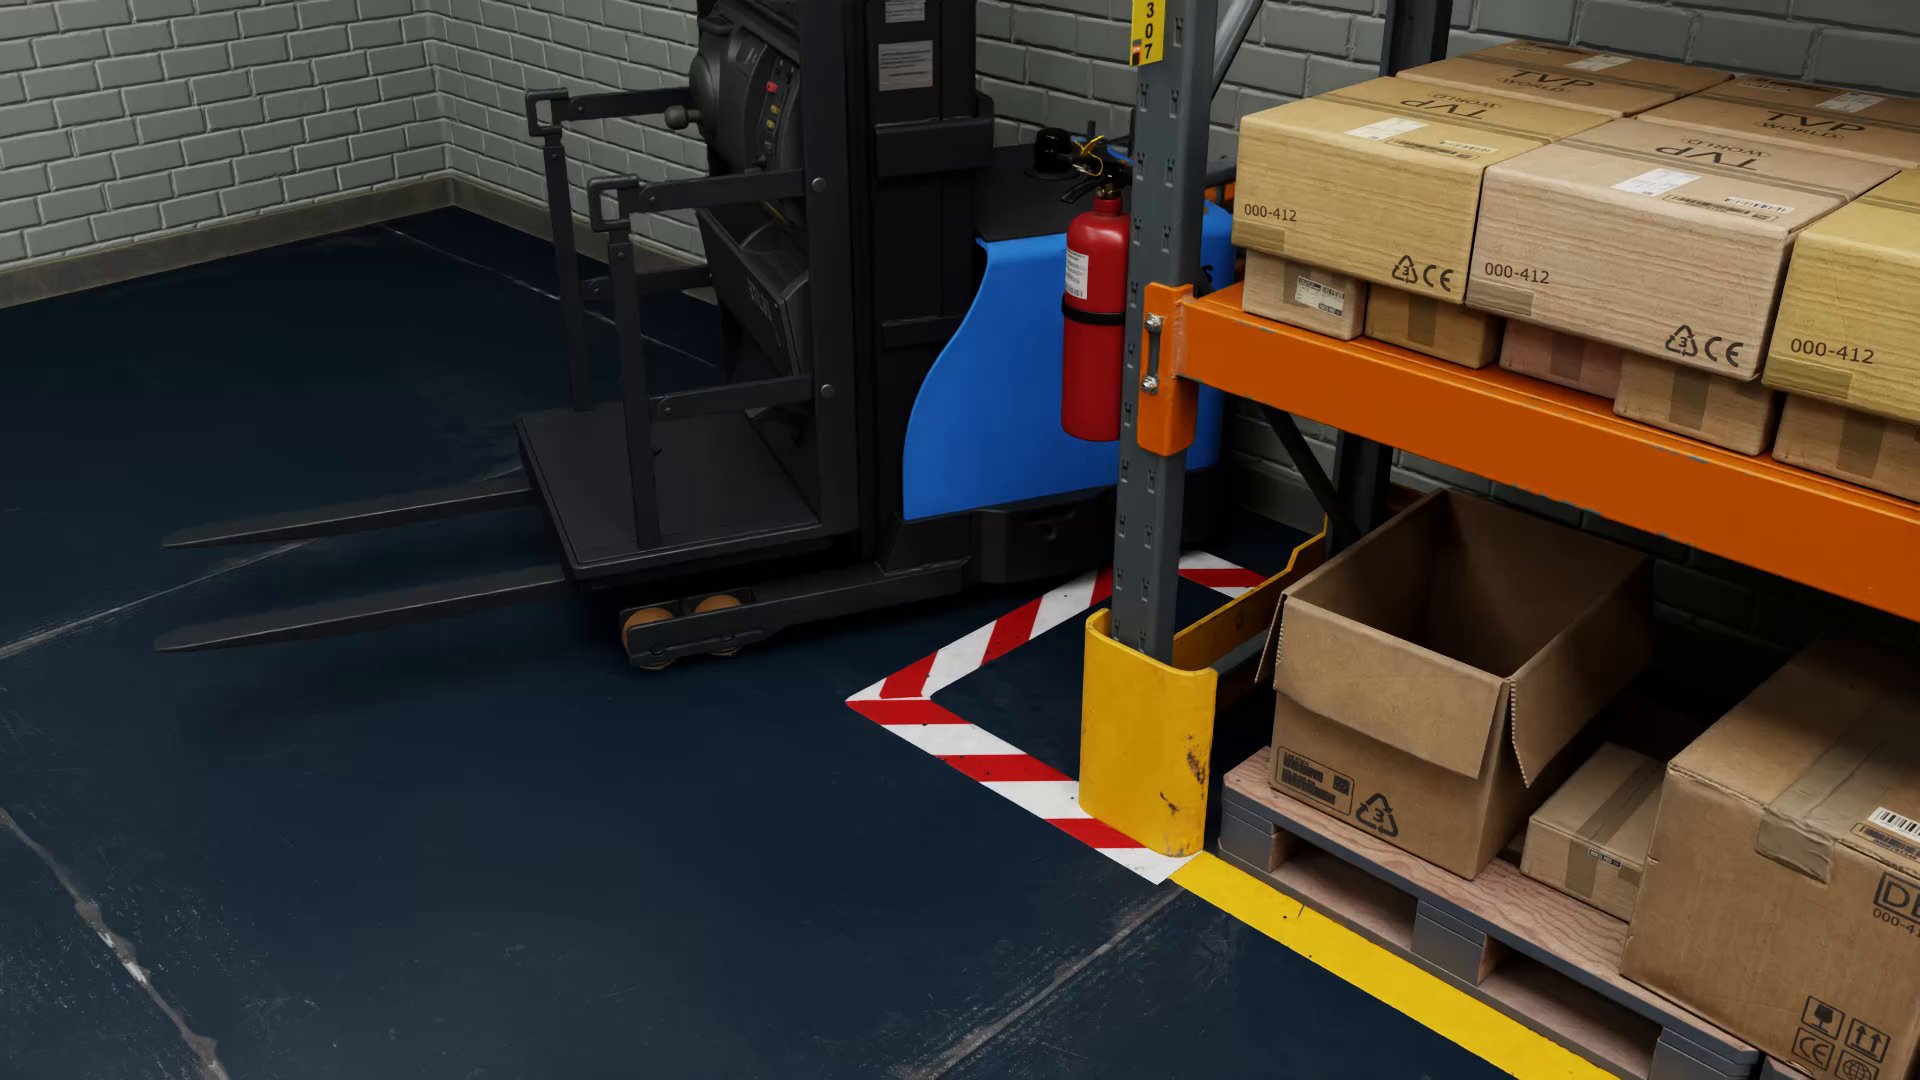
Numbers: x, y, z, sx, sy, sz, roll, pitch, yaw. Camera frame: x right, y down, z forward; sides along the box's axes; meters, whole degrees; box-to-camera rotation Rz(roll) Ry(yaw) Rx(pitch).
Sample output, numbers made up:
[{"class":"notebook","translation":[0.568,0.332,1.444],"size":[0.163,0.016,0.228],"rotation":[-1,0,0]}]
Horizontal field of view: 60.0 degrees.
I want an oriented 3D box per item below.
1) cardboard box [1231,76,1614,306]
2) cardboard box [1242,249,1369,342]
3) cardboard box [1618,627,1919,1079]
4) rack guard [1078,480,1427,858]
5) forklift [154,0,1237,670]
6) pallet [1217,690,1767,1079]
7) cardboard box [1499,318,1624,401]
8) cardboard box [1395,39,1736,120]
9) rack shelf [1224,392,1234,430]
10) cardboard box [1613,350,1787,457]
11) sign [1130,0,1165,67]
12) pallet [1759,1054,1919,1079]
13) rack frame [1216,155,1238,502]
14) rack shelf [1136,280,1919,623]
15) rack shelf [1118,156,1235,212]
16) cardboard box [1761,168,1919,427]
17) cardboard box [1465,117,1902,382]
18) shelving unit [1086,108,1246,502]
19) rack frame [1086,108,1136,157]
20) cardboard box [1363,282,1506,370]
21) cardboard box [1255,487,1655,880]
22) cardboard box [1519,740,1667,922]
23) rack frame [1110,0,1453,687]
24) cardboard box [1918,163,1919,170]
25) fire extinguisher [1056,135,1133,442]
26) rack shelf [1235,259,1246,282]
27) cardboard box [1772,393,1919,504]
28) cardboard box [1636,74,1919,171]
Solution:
[{"class":"cardboard box","translation":[0.873,-0.682,3.165],"size":[0.500,0.250,0.500],"rotation":[25,37,39]},{"class":"cardboard box","translation":[0.781,-0.544,3.332],"size":[0.250,0.149,0.380],"rotation":[24,36,38]},{"class":"cardboard box","translation":[1.691,0.590,3.140],"size":[0.700,0.500,0.500],"rotation":[-24,36,-37]},{"class":"rack guard","translation":[0.793,0.277,4.185],"size":[0.348,0.500,1.175],"rotation":[25,36,38]},{"class":"forklift","translation":[-0.764,-1.220,4.421],"size":[3.031,2.935,1.130],"rotation":[-10,29,-19]},{"class":"pallet","translation":[1.362,0.665,3.758],"size":[1.213,0.211,1.003],"rotation":[25,36,38]},{"class":"cardboard box","translation":[1.206,-0.402,3.062],"size":[0.250,0.149,0.380],"rotation":[24,36,38]},{"class":"cardboard box","translation":[1.253,-0.857,3.498],"size":[0.500,0.250,0.500],"rotation":[-24,36,-38]},{"class":"rack shelf","translation":[0.621,-0.468,5.407],"size":[0.480,0.148,0.258],"rotation":[25,36,35]},{"class":"cardboard box","translation":[1.344,-0.300,2.867],"size":[0.380,0.149,0.250],"rotation":[-24,36,-38]},{"class":"sign","translation":[0.358,-1.057,3.107],"size":[0.005,0.325,0.100],"rotation":[25,36,38]},{"class":"pallet","translation":[2.228,1.063,3.002],"size":[1.213,0.211,1.003],"rotation":[25,36,38]},{"class":"rack frame","translation":[0.812,-0.615,5.138],"size":[0.015,1.200,0.240],"rotation":[25,36,35]},{"class":"rack shelf","translation":[2.165,0.117,2.577],"size":[4.000,0.370,1.077],"rotation":[25,36,38]},{"class":"rack shelf","translation":[0.647,-1.044,5.089],"size":[0.480,0.148,0.258],"rotation":[25,36,35]},{"class":"cardboard box","translation":[1.597,-0.353,2.540],"size":[0.500,0.250,0.500],"rotation":[24,36,37]},{"class":"cardboard box","translation":[1.233,-0.517,2.852],"size":[0.500,0.250,0.500],"rotation":[-25,37,-39]},{"class":"shelving unit","translation":[0.631,-0.700,5.279],"size":[0.503,1.200,0.258],"rotation":[25,36,35]},{"class":"rack frame","translation":[0.451,-0.786,5.419],"size":[0.015,1.200,0.240],"rotation":[25,36,35]},{"class":"cardboard box","translation":[0.995,-0.477,3.203],"size":[0.380,0.149,0.250],"rotation":[-24,36,-38]},{"class":"cardboard box","translation":[1.108,0.296,3.695],"size":[0.637,0.503,0.797],"rotation":[23,35,37]},{"class":"cardboard box","translation":[1.384,0.605,3.489],"size":[0.250,0.149,0.380],"rotation":[23,35,37]},{"class":"rack frame","translation":[0.739,-0.854,3.651],"size":[0.127,3.000,1.000],"rotation":[25,36,38]},{"class":"cardboard box","translation":[1.969,-0.525,2.867],"size":[0.500,0.250,0.500],"rotation":[-24,36,-38]},{"class":"fire extinguisher","translation":[0.310,-0.549,3.555],"size":[0.183,0.674,0.296],"rotation":[25,36,38]},{"class":"rack shelf","translation":[0.638,-0.837,5.203],"size":[0.480,0.148,0.258],"rotation":[25,36,35]},{"class":"cardboard box","translation":[1.537,-0.215,2.706],"size":[0.380,0.149,0.250],"rotation":[-25,36,-38]},{"class":"cardboard box","translation":[1.620,-0.688,3.178],"size":[0.500,0.250,0.500],"rotation":[25,36,39]}]
